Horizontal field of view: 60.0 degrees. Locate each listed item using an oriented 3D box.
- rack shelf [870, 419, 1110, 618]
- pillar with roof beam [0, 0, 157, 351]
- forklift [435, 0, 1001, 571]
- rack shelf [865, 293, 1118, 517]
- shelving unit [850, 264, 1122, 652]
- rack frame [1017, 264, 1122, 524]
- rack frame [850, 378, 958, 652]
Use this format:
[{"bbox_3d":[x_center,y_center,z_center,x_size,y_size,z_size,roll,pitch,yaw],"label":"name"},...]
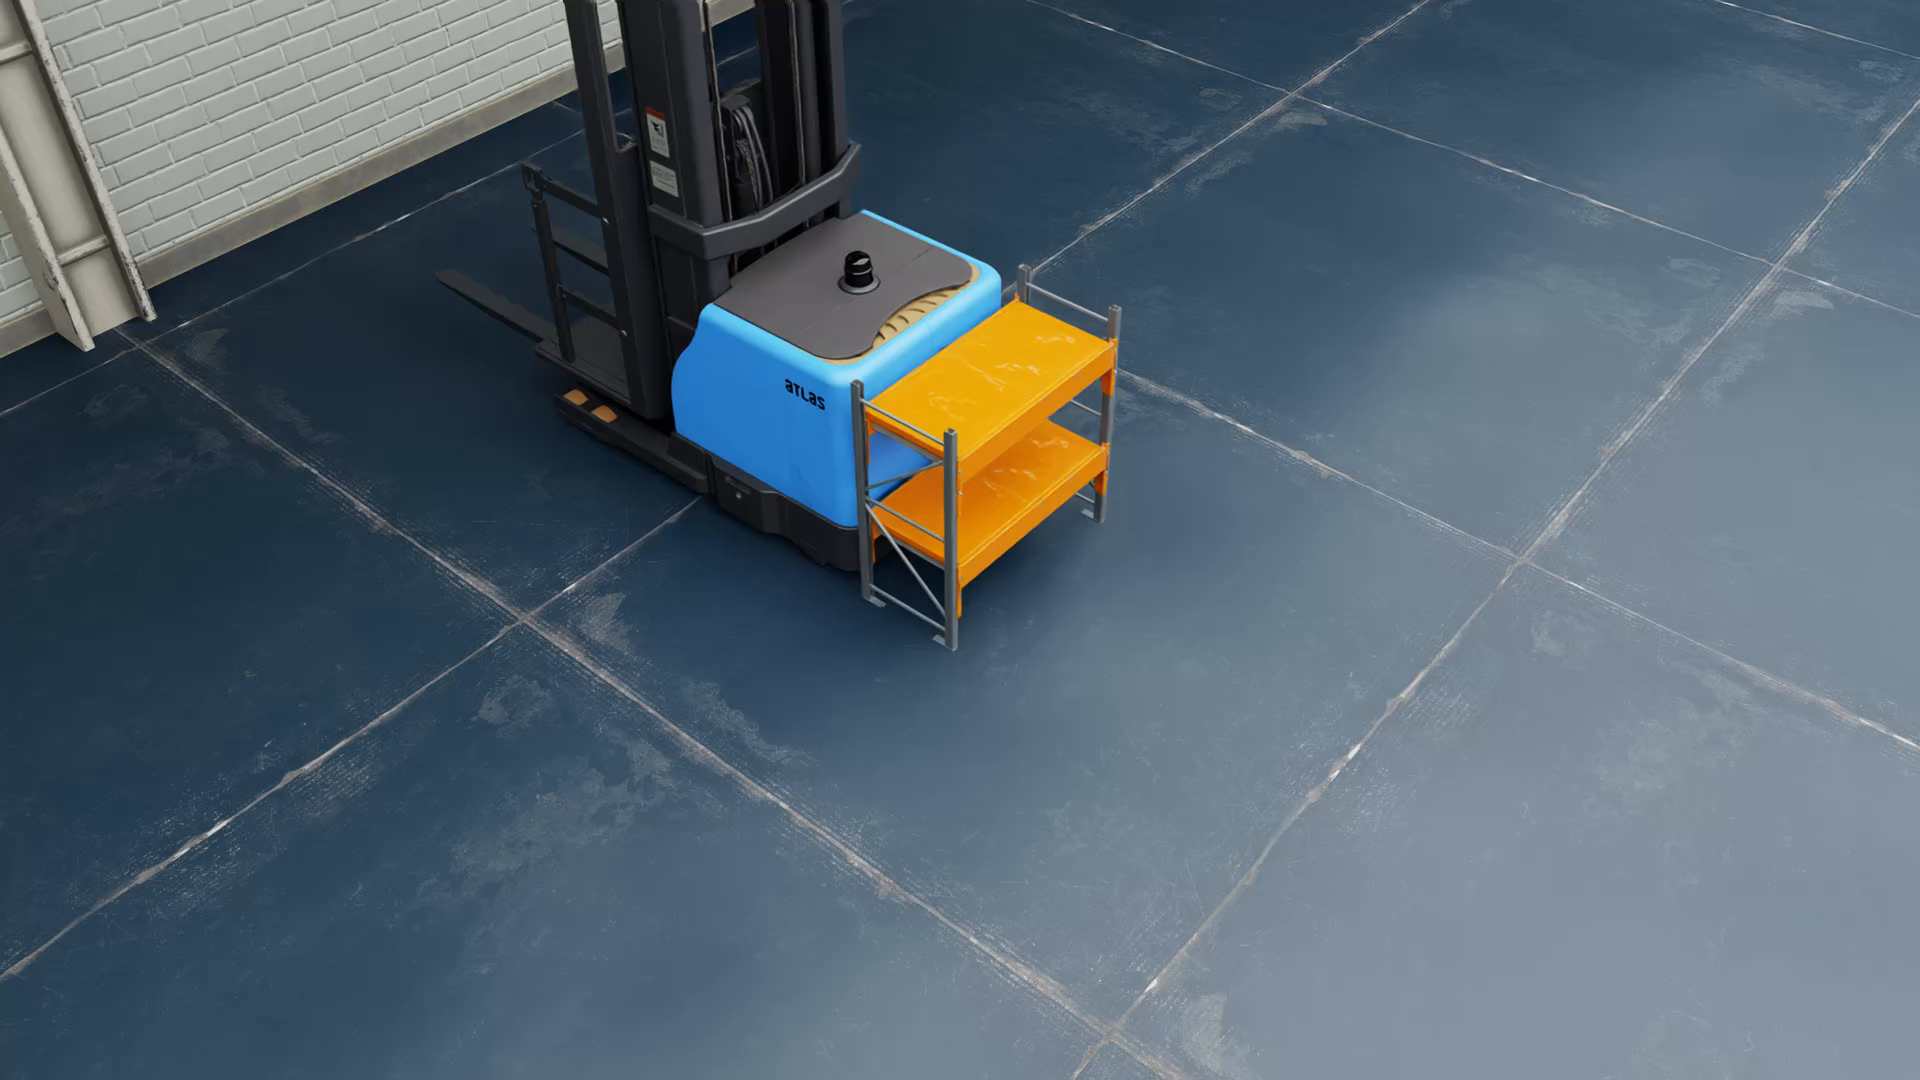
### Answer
[{"bbox_3d":[0.115,-0.159,6.952,0.538,0.278,1.000,29,50,28],"label":"rack shelf"},{"bbox_3d":[-1.053,-2.570,3.388,9.100,9.000,0.400,29,50,28],"label":"pillar with roof beam"},{"bbox_3d":[-1.273,-1.788,7.038,3.031,2.935,1.130,29,50,28],"label":"forklift"},{"bbox_3d":[0.115,-0.557,6.591,0.538,0.278,1.000,29,50,28],"label":"rack shelf"},{"bbox_3d":[0.115,-0.340,6.788,0.538,1.125,1.048,29,50,28],"label":"shelving unit"},{"bbox_3d":[0.439,-0.603,7.077,0.500,1.125,0.032,29,50,28],"label":"rack frame"},{"bbox_3d":[-0.210,-0.077,6.498,0.500,1.125,0.032,29,50,28],"label":"rack frame"}]
